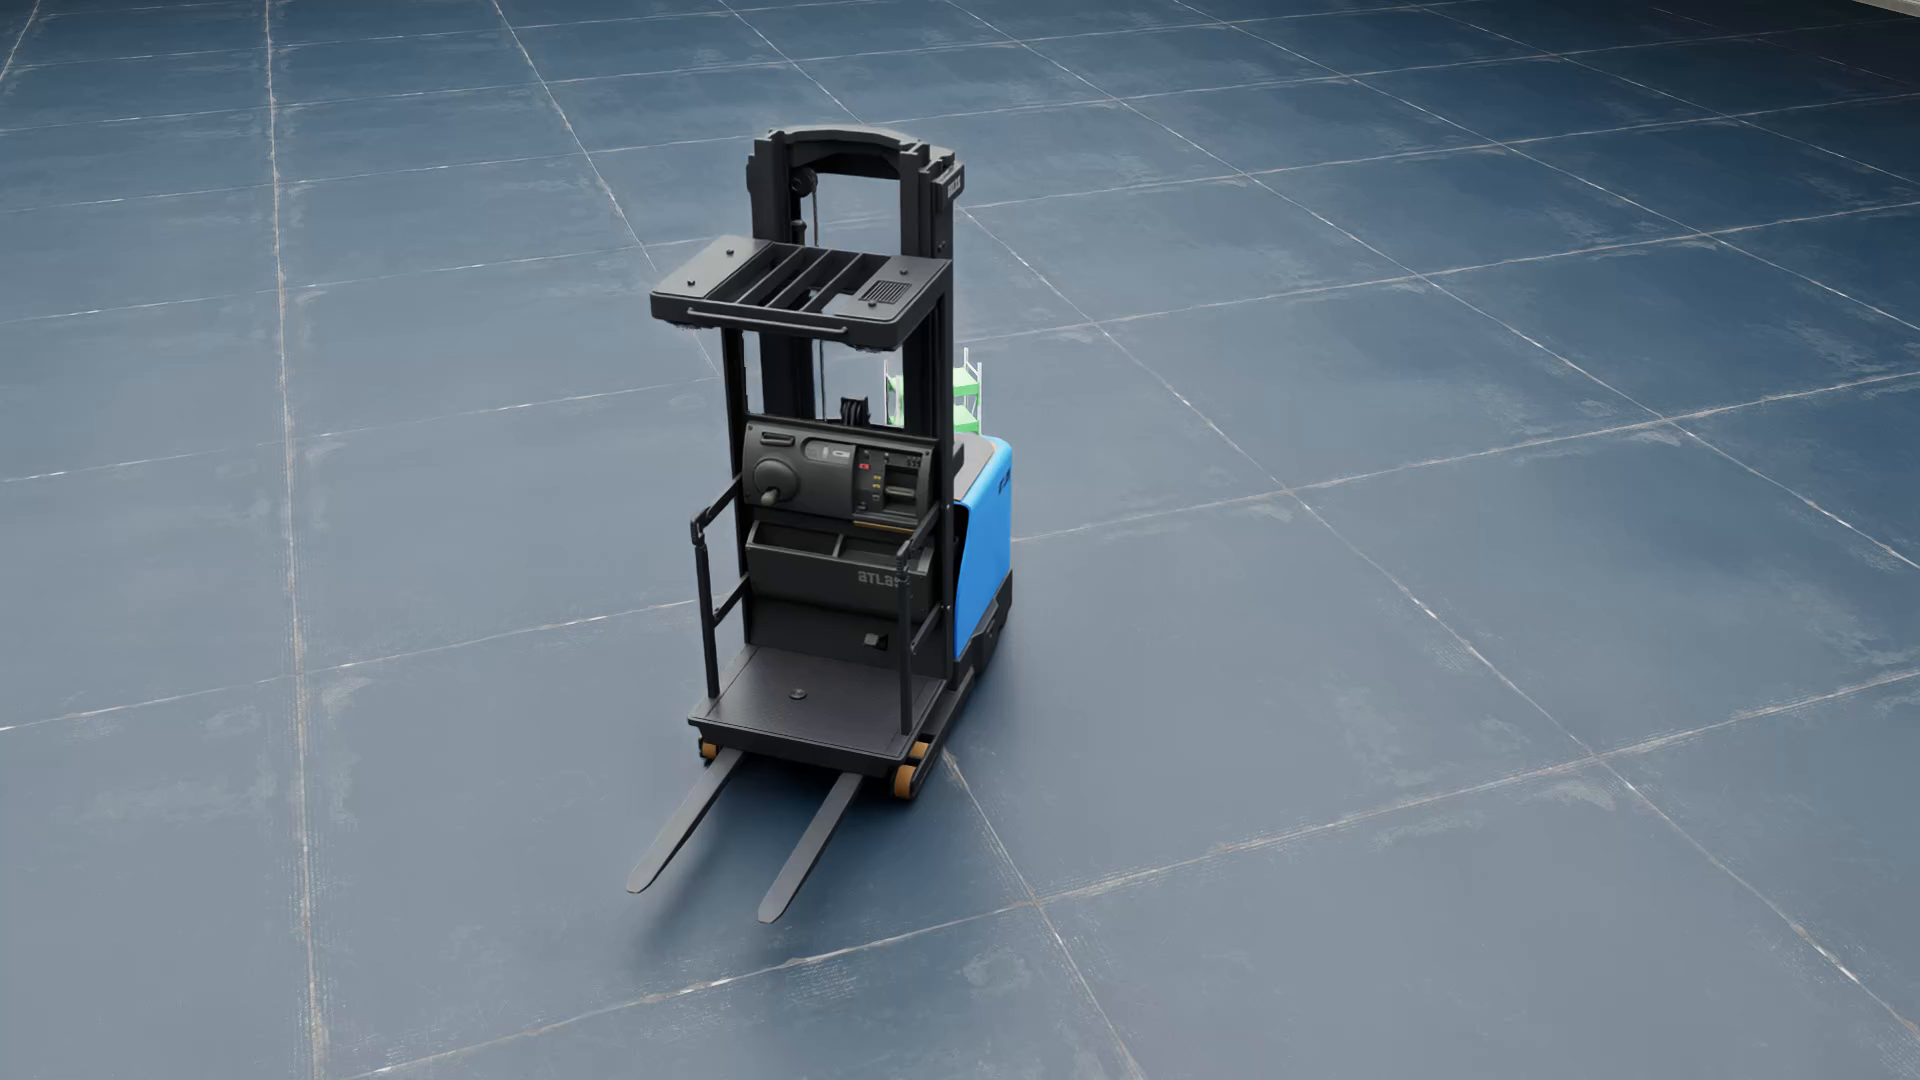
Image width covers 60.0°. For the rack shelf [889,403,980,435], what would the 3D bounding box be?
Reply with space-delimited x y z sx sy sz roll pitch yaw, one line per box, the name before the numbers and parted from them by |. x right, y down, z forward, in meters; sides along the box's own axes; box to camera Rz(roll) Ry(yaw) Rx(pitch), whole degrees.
rack shelf | -0.155 -0.646 9.666 0.480 0.148 0.258 -10 31 -18

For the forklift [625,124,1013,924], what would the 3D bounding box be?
forklift | -0.641 -0.259 7.594 1.130 2.935 3.031 9 31 15

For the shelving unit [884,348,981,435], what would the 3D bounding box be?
shelving unit | -0.155 -0.493 9.753 0.503 1.200 0.258 -10 31 -18

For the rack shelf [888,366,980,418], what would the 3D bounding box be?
rack shelf | -0.155 -0.854 9.547 0.480 0.148 0.258 -10 31 -18

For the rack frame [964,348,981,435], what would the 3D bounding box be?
rack frame | 0.074 -0.535 9.827 0.015 1.200 0.240 -10 31 -18

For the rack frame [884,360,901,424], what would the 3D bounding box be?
rack frame | -0.384 -0.451 9.679 0.015 1.200 0.240 -10 31 -18
